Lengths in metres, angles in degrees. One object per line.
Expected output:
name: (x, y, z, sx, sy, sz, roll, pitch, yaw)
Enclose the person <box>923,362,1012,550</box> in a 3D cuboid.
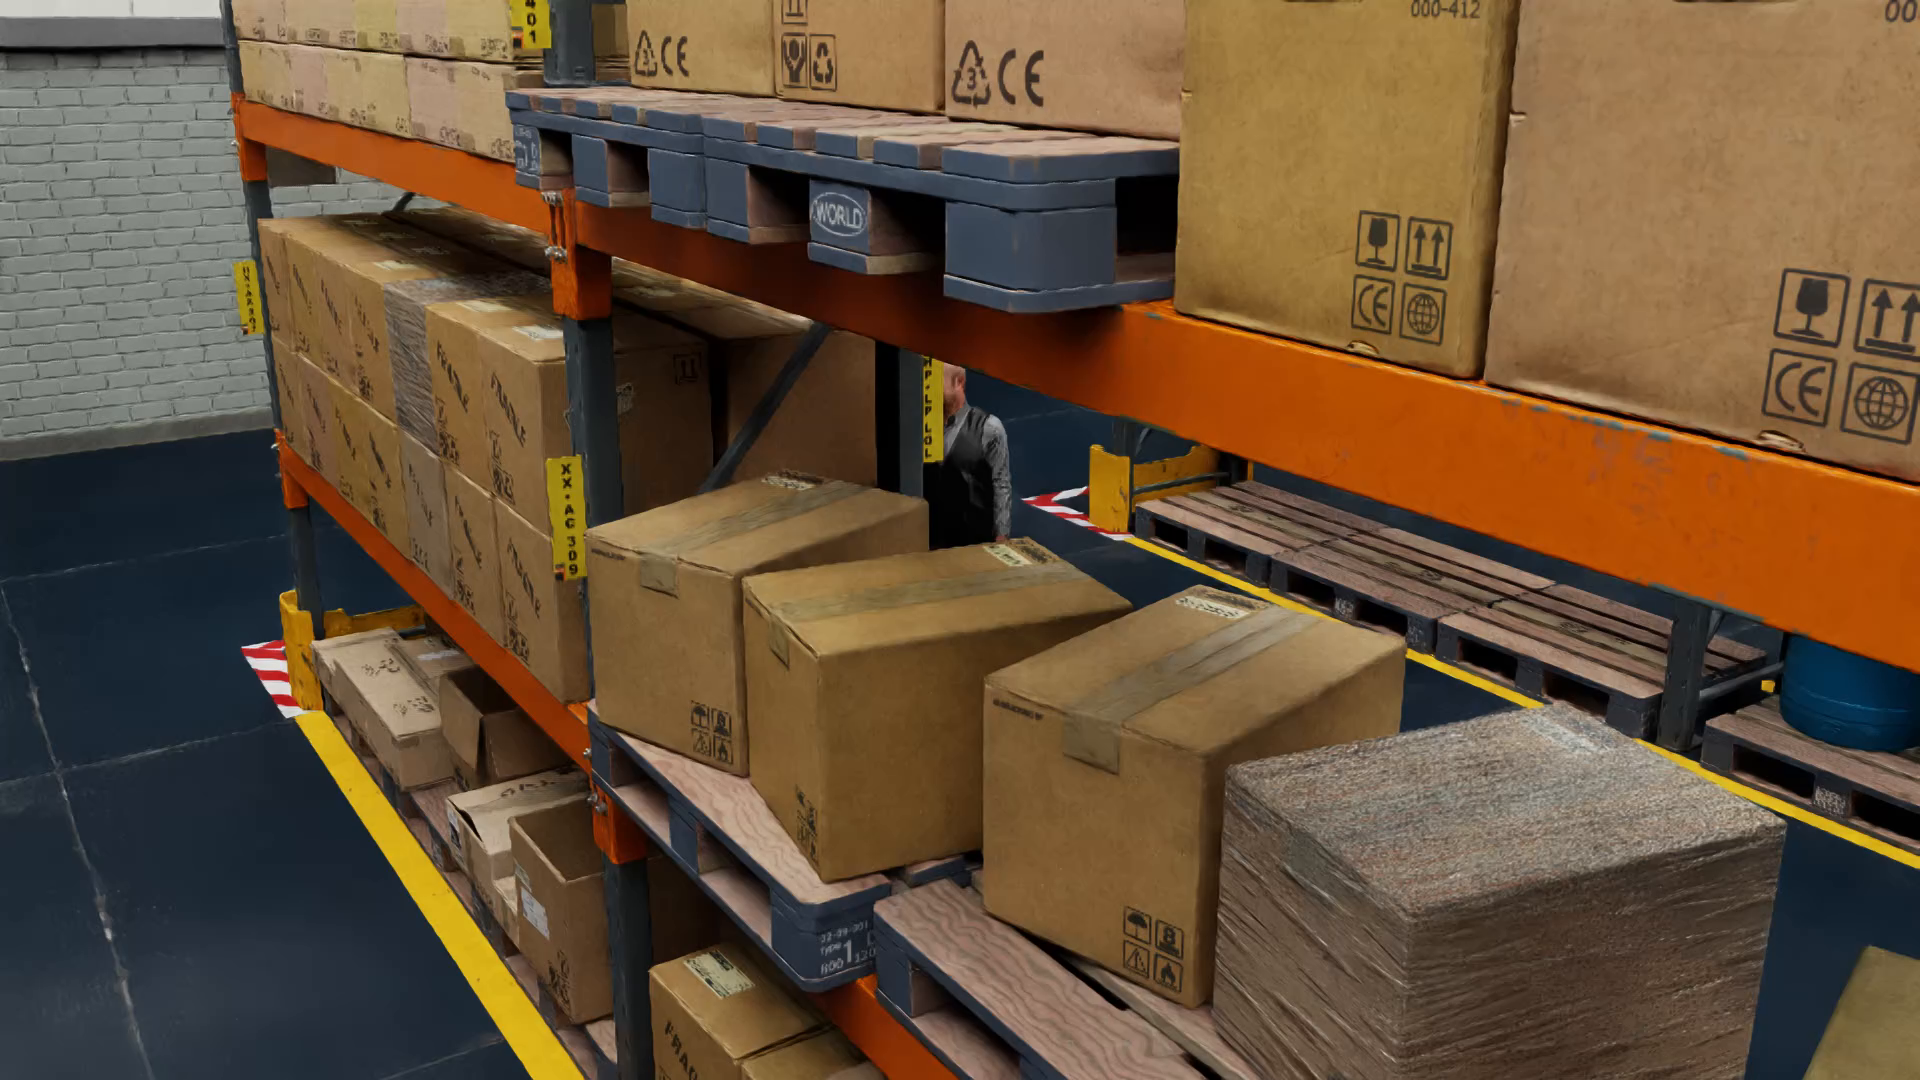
person: (-0.042, 0.065, 7.531, 0.563, 1.636, 0.692, 3, 18, 10)
